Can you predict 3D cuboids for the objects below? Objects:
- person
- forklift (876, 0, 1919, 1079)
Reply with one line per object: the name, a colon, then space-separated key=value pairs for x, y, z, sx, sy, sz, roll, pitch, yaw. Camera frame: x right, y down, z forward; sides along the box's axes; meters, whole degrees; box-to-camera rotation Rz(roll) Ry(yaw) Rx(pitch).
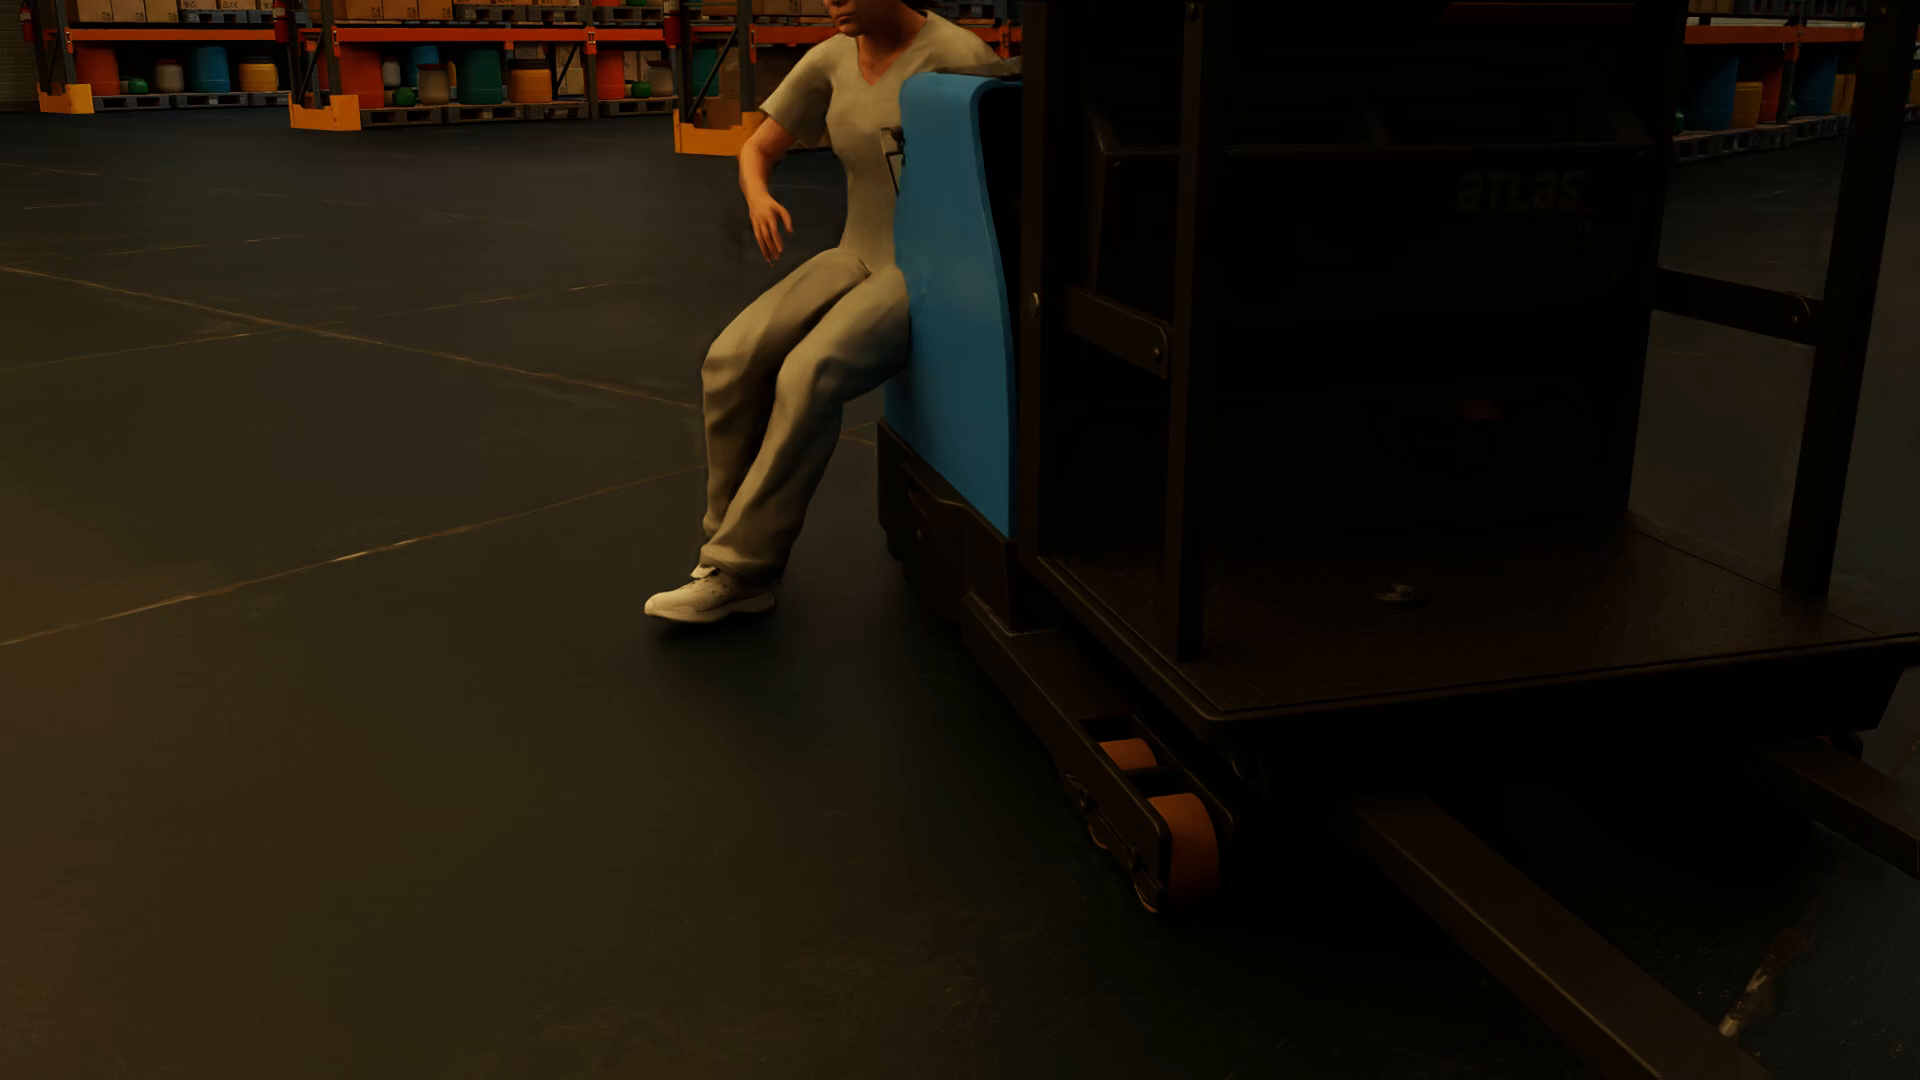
person: x=-0.285 y=-0.536 z=3.399 sx=0.677 sy=1.468 sz=0.881 roll=11 pitch=20 yaw=31
forklift: x=0.696 y=-1.018 z=2.250 sx=1.130 sy=2.935 sz=3.031 roll=-5 pitch=17 yaw=-15
